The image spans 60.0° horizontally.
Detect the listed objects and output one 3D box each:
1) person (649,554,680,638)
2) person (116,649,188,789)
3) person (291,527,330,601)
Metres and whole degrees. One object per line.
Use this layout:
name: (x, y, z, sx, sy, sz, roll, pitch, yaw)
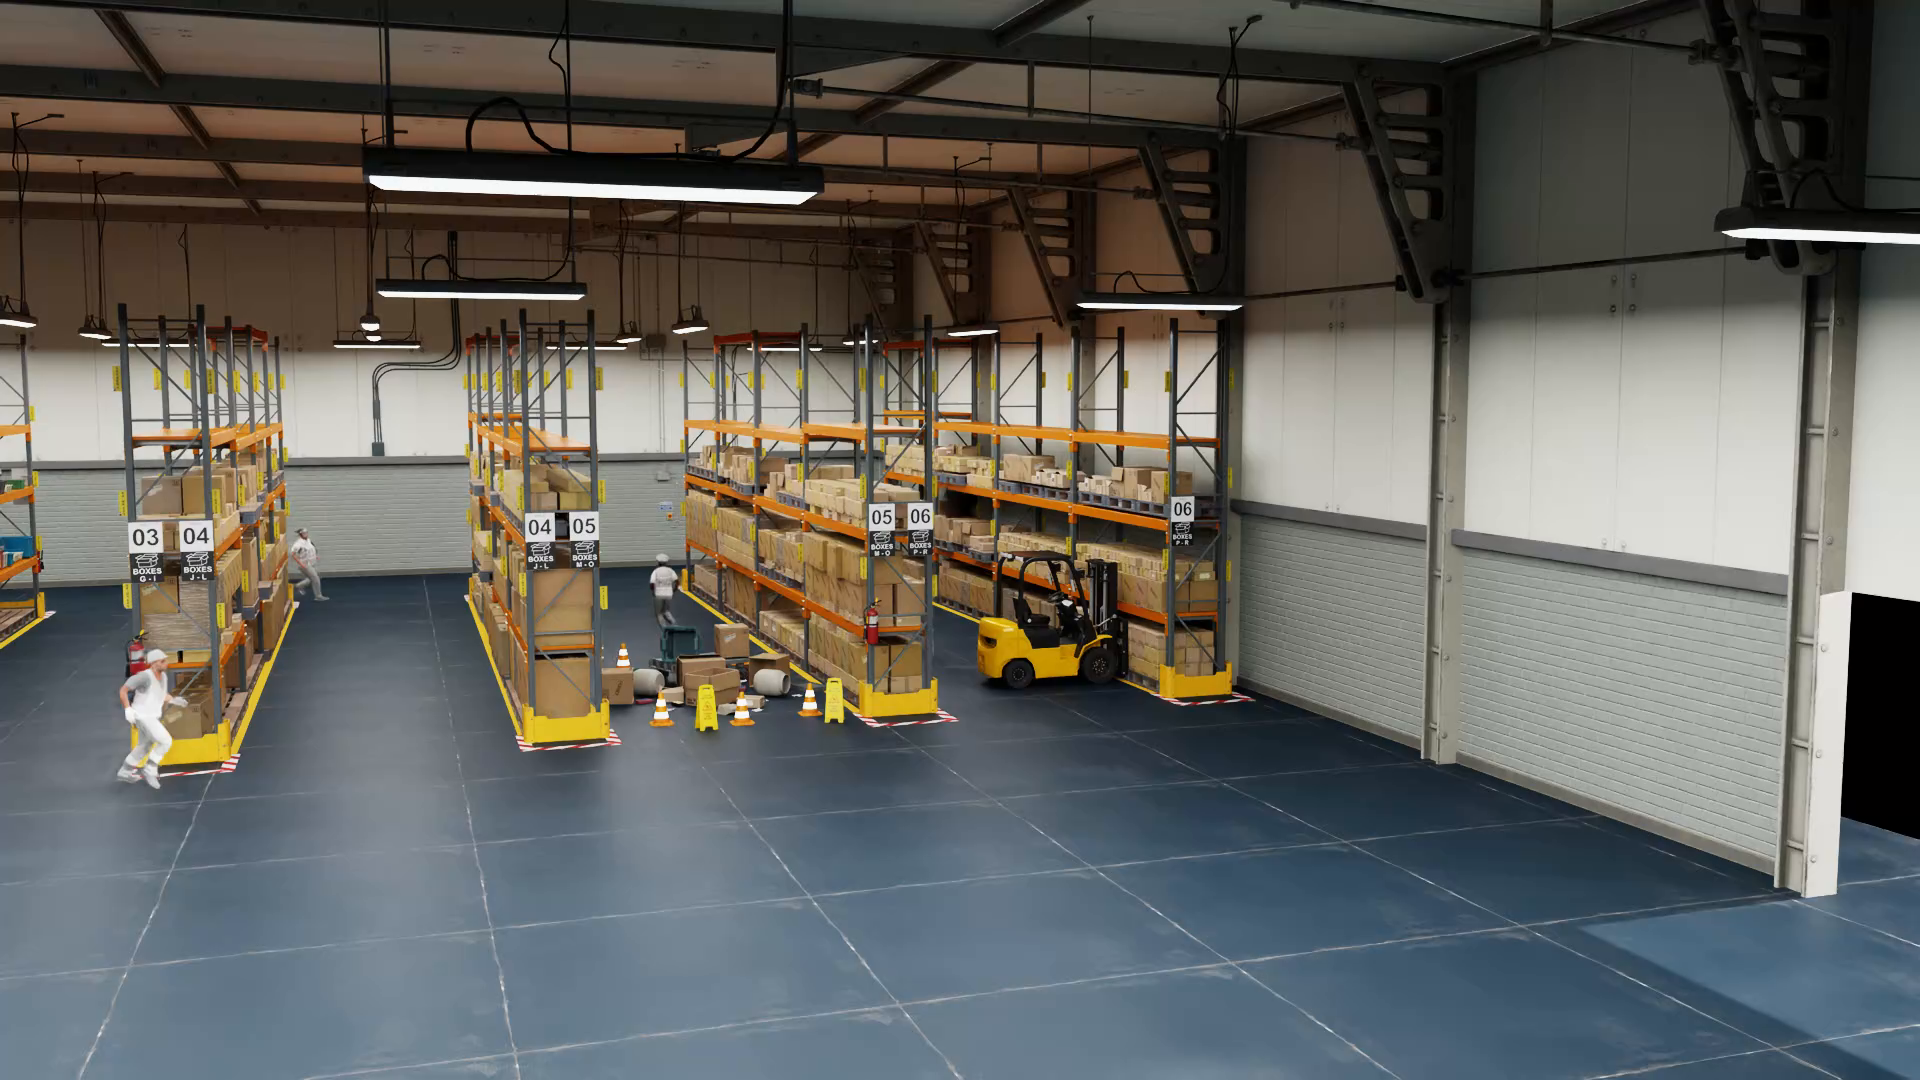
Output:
person: (-5.827, 1.100, 32.605, 0.574, 1.664, 0.559, -4, 7, -35)
person: (-10.040, 2.204, 20.533, 0.884, 1.723, 0.651, 0, 5, 4)
person: (-14.914, 0.547, 37.930, 0.830, 1.727, 0.717, 1, 5, 8)
